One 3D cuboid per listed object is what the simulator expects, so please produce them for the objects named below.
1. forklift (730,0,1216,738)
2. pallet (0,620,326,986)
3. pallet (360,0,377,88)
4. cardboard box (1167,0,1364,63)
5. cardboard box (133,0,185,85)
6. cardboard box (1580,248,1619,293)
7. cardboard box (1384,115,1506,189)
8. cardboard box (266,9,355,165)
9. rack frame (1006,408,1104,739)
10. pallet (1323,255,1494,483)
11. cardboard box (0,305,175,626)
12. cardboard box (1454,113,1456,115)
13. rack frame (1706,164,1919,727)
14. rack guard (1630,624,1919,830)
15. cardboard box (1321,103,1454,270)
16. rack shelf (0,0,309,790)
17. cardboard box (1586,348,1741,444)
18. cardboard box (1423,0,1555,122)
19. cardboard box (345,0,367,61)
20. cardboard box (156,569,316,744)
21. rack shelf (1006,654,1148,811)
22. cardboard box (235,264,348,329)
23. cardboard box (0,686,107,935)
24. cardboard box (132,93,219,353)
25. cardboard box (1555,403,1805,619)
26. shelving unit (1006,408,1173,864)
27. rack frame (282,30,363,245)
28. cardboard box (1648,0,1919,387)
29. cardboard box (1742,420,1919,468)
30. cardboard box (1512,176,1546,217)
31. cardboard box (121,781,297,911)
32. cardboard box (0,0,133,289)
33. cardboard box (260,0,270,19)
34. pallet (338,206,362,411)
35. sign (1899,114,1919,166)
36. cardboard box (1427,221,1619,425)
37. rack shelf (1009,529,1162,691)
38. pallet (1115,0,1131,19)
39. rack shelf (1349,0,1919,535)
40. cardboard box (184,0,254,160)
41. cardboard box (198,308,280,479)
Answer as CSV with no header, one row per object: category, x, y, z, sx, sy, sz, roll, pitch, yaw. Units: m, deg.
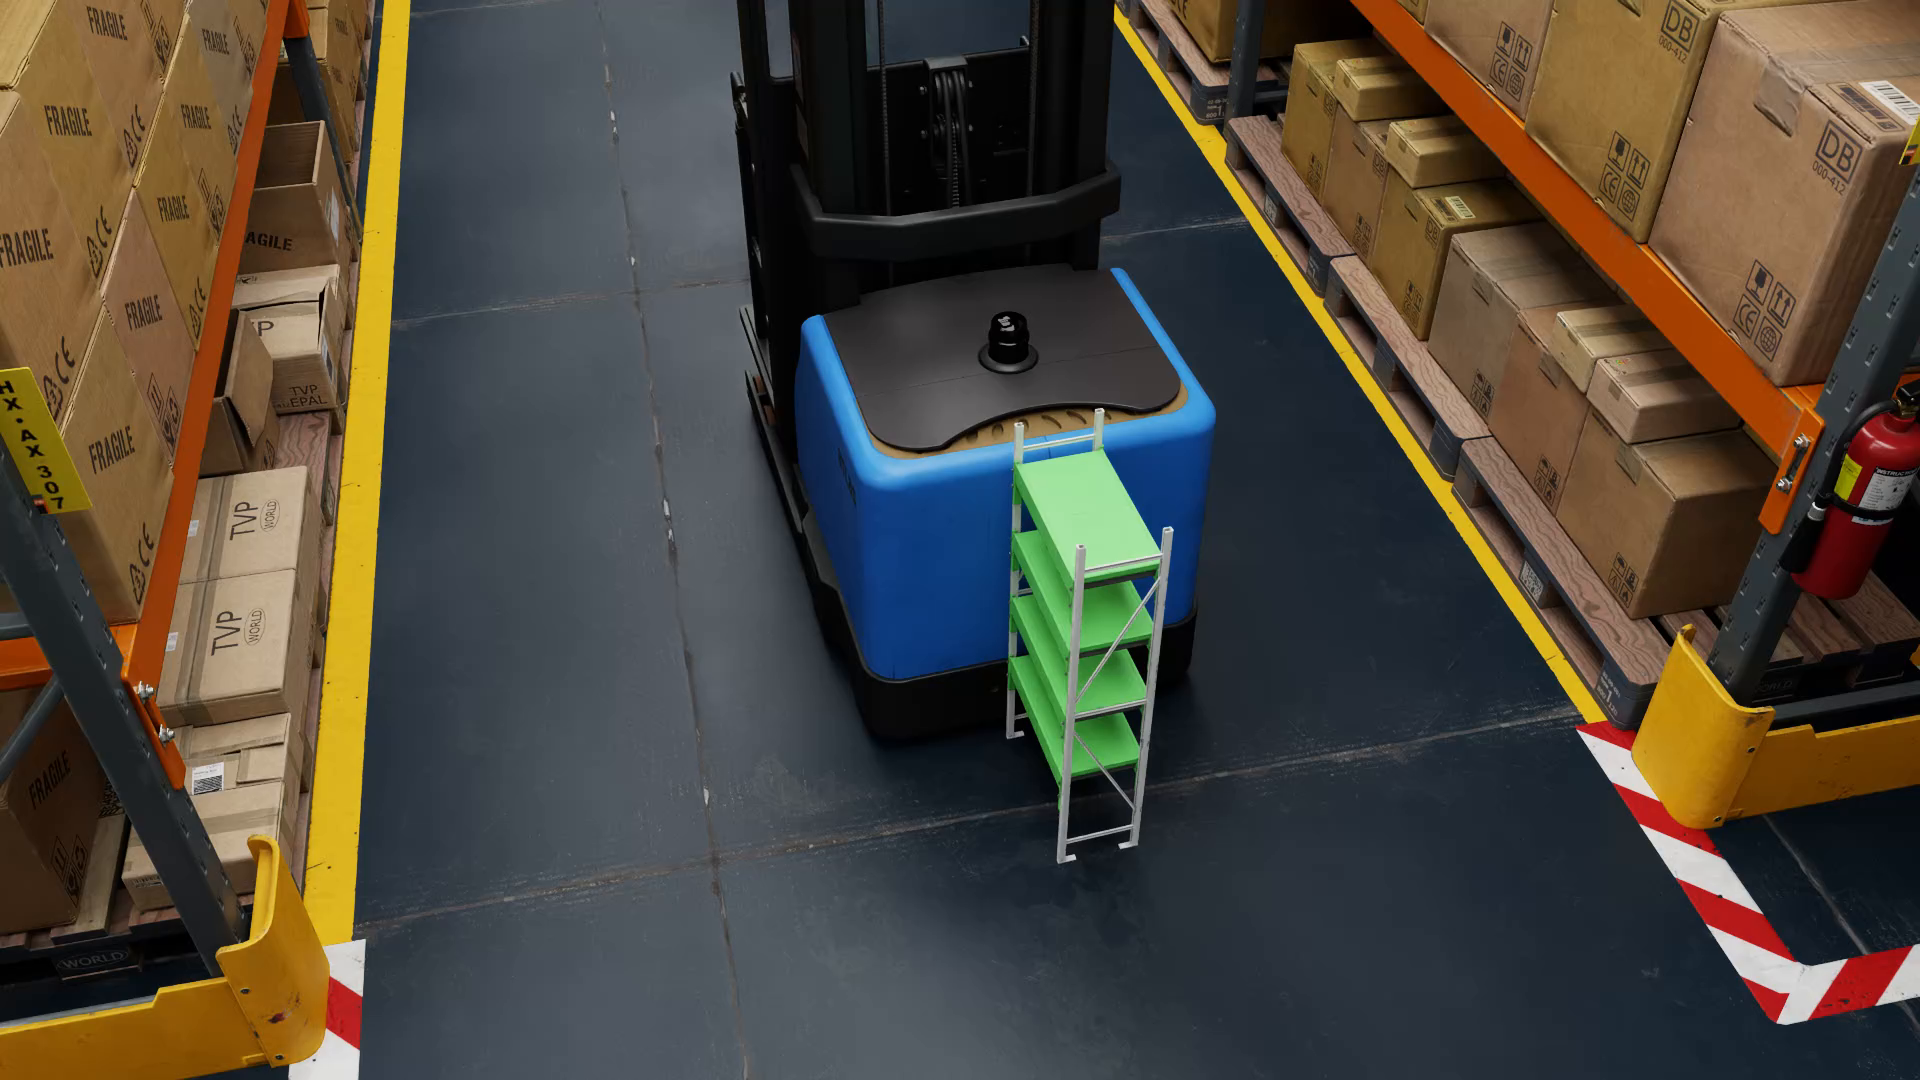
forklift,-0.172,-1.495,5.226,1.130,2.935,3.031,-11,43,-12
pallet,-2.412,0.703,4.799,1.003,0.211,1.213,-8,42,-9
pallet,-3.565,-2.638,8.563,1.003,0.211,1.213,-8,42,-9
cardboard box,1.483,-2.835,7.987,0.750,0.750,0.750,-8,42,-9
cardboard box,-2.395,-1.503,4.355,0.500,0.500,0.500,-9,42,-10
cardboard box,2.368,-0.994,5.688,0.380,0.149,0.250,-8,42,-9
cardboard box,1.820,-1.458,6.211,0.380,0.149,0.250,-9,42,-11
cardboard box,-2.952,-1.945,7.233,0.500,0.500,0.500,-10,43,-11
rack frame,0.258,0.132,4.697,0.240,1.200,0.015,-11,43,-12
pallet,2.105,-0.740,6.425,1.003,0.211,1.213,-8,42,-9
cardboard box,-2.061,-0.137,3.569,0.500,0.500,0.500,-8,42,-8
cardboard box,2.147,-1.655,6.433,0.380,0.149,0.250,-10,42,-11
rack frame,2.613,-0.486,4.038,1.000,3.000,0.127,-8,42,-9
rack guard,2.619,0.464,4.851,1.175,0.500,0.348,-8,42,-9
cardboard box,1.917,-1.476,6.720,0.700,0.500,0.500,-9,42,-10
rack shelf,-2.654,-0.802,4.935,1.077,0.370,4.000,-8,42,-9
cardboard box,2.159,-0.448,5.073,0.380,0.149,0.250,-9,42,-10
cardboard box,2.170,-1.893,5.397,0.980,0.700,0.700,-10,43,-11
cardboard box,-3.179,-2.614,7.987,0.500,0.500,0.500,-8,42,-9
cardboard box,-2.171,0.372,4.811,0.500,0.250,0.500,-8,42,-9
rack shelf,0.325,0.515,4.724,0.258,0.148,0.480,-11,43,-12
cardboard box,-2.547,-0.902,6.323,0.380,0.149,0.250,-8,42,-9
cardboard box,-2.581,0.679,4.277,0.500,0.500,0.500,-8,42,-9
cardboard box,-2.283,-0.796,4.312,0.500,0.500,0.500,-8,42,-9
cardboard box,2.365,-0.148,5.224,0.700,0.500,0.500,-8,42,-9
shelving unit,0.325,0.288,4.522,0.258,1.200,0.503,-11,43,-12
rack frame,-3.086,-2.367,6.157,1.000,3.000,0.127,-8,42,-9
cardboard box,2.494,-0.928,4.310,0.980,0.700,0.700,-7,42,-7
cardboard box,2.587,-0.338,4.950,0.380,0.149,0.250,-8,42,-9
cardboard box,2.257,-1.324,6.060,0.380,0.149,0.250,-9,42,-10
cardboard box,-1.977,0.807,4.398,0.380,0.149,0.250,-8,42,-9
cardboard box,-2.181,-0.849,3.618,0.500,0.500,0.500,-8,42,-9
cardboard box,-2.728,-2.117,5.800,0.500,0.500,0.500,-8,42,-9
pallet,-2.939,-0.879,6.581,1.003,0.211,1.213,-8,42,-9
sign,2.081,-0.939,3.498,0.100,0.325,0.005,-8,42,-9
cardboard box,2.147,-0.798,5.956,0.700,0.500,0.500,-10,42,-11
rack shelf,0.325,0.156,4.405,0.258,0.148,0.480,-11,43,-12
pallet,1.243,-3.318,9.329,1.003,0.211,1.213,-8,42,-9
rack shelf,2.182,-1.514,5.738,1.077,0.370,4.000,-8,42,-9
cardboard box,-2.502,-1.451,5.049,0.500,0.500,0.500,-7,42,-8
cardboard box,-2.675,-0.381,5.469,0.797,0.503,0.637,-8,42,-9
